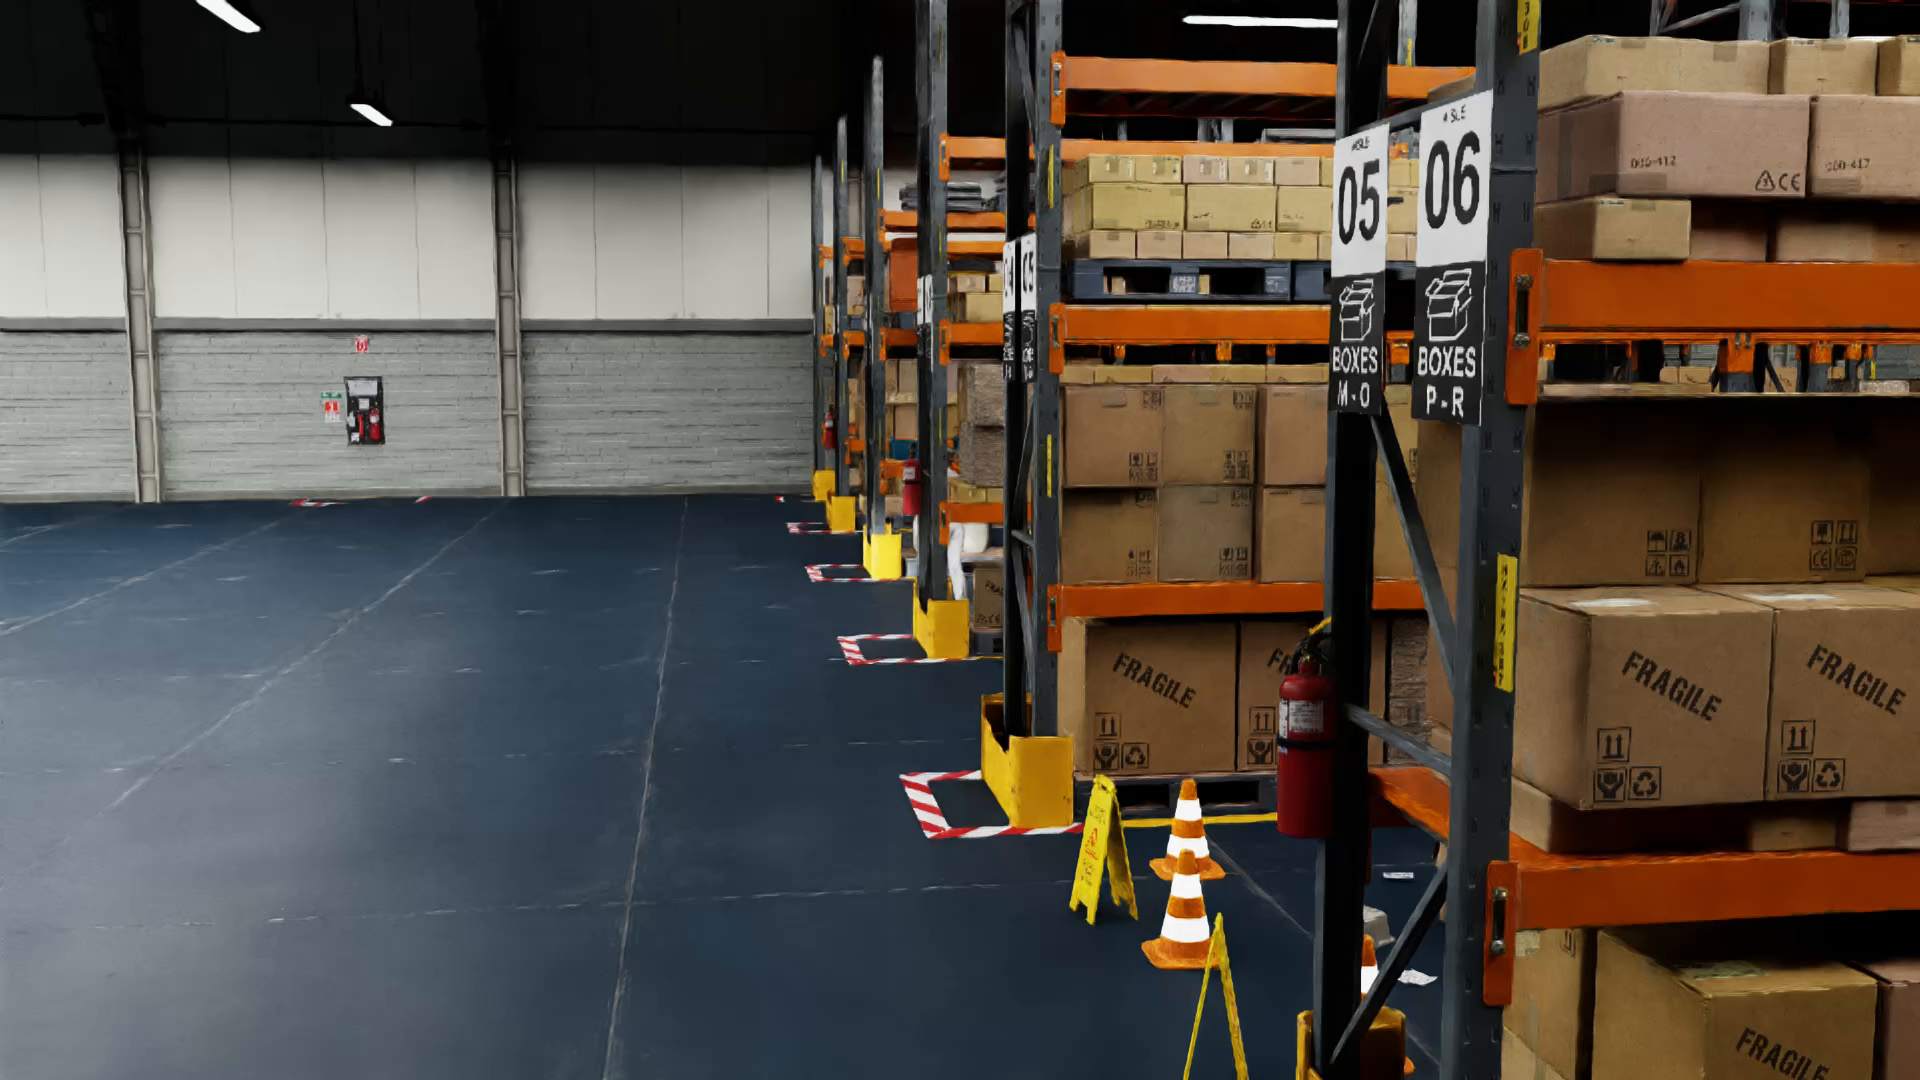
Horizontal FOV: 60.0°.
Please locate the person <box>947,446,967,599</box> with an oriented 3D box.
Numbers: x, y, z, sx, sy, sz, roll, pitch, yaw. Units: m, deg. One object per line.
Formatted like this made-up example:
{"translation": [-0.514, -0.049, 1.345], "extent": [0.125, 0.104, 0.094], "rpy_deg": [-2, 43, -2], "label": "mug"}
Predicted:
{"translation": [-0.173, -0.096, 16.051], "extent": [0.523, 1.640, 0.744], "rpy_deg": [-4, 8, -30], "label": "person"}
